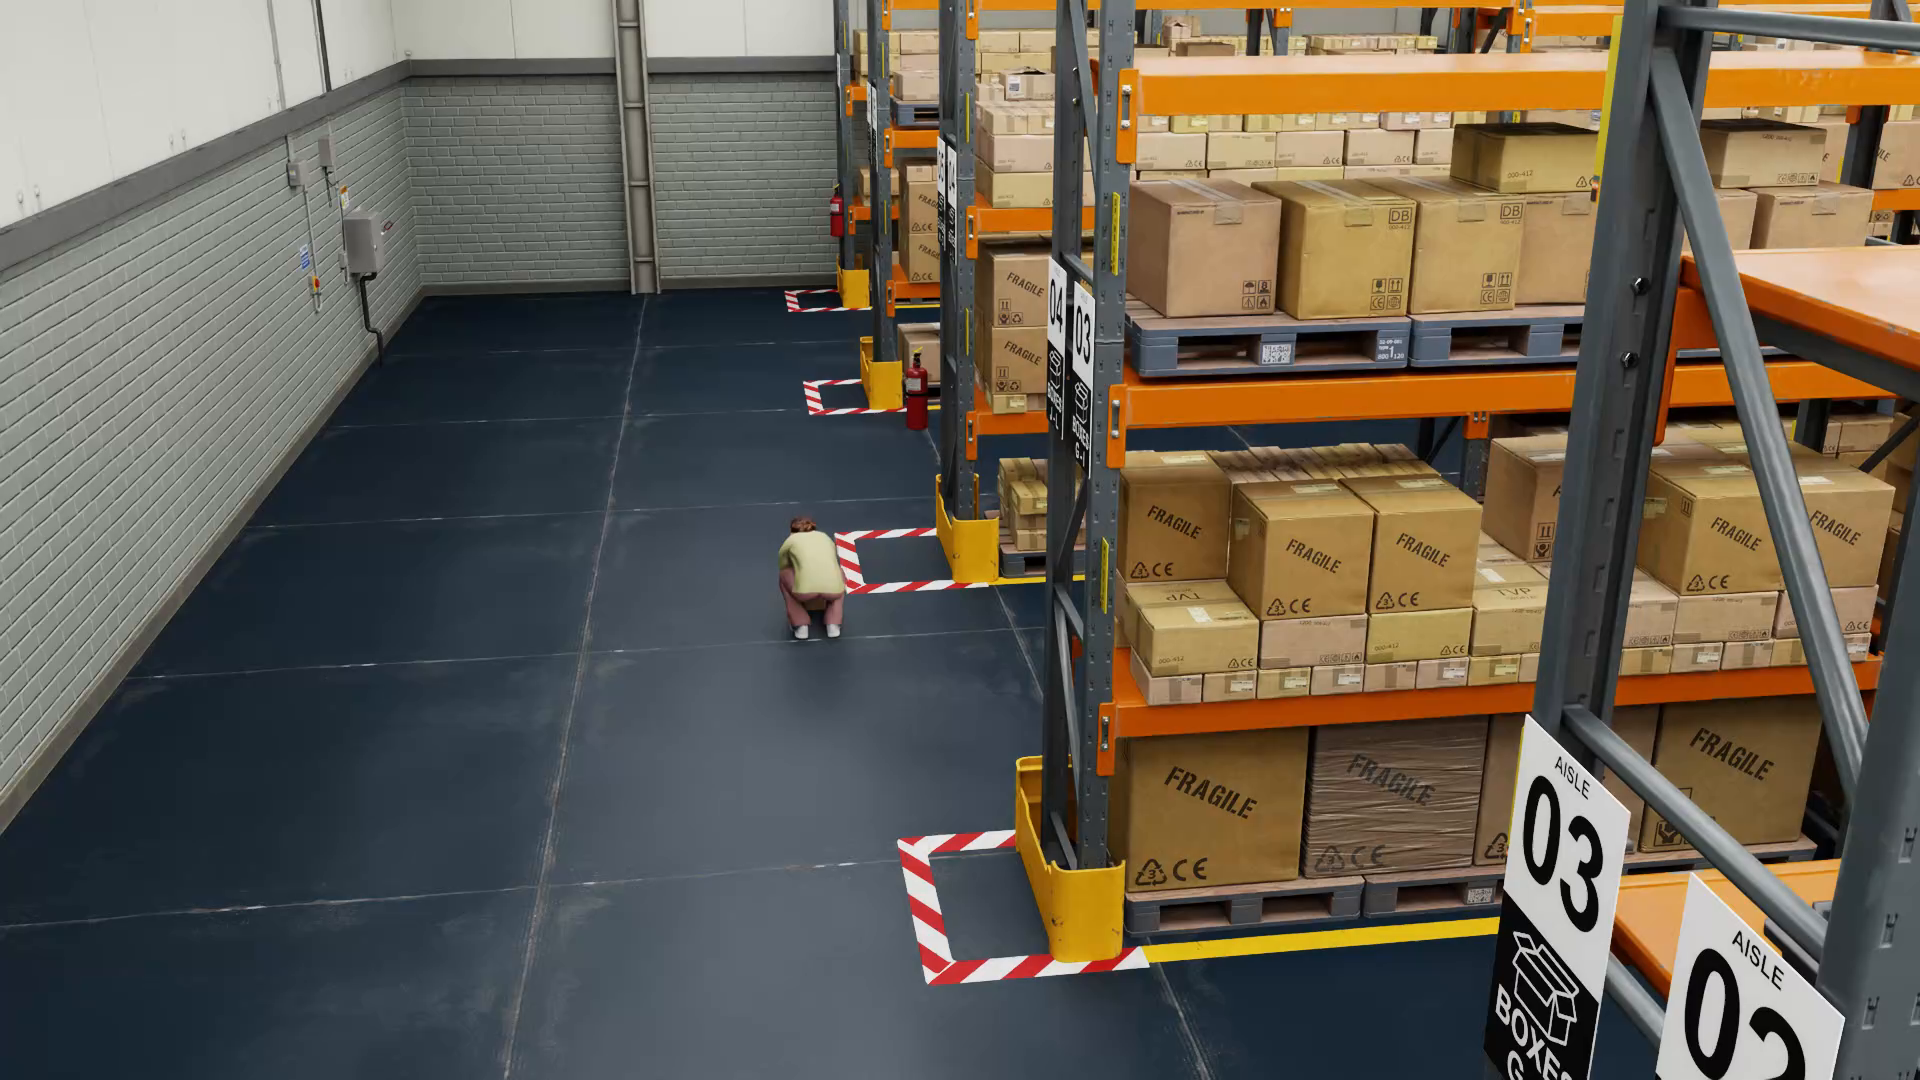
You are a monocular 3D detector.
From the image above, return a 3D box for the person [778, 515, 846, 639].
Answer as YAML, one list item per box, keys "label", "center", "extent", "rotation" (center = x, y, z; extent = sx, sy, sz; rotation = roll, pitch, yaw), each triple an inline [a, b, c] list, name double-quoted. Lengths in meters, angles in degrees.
- label: "person"
  center: [-1.045, 0.279, 11.798]
  extent: [0.476, 0.798, 0.862]
  rotation: [-3, 20, -8]
